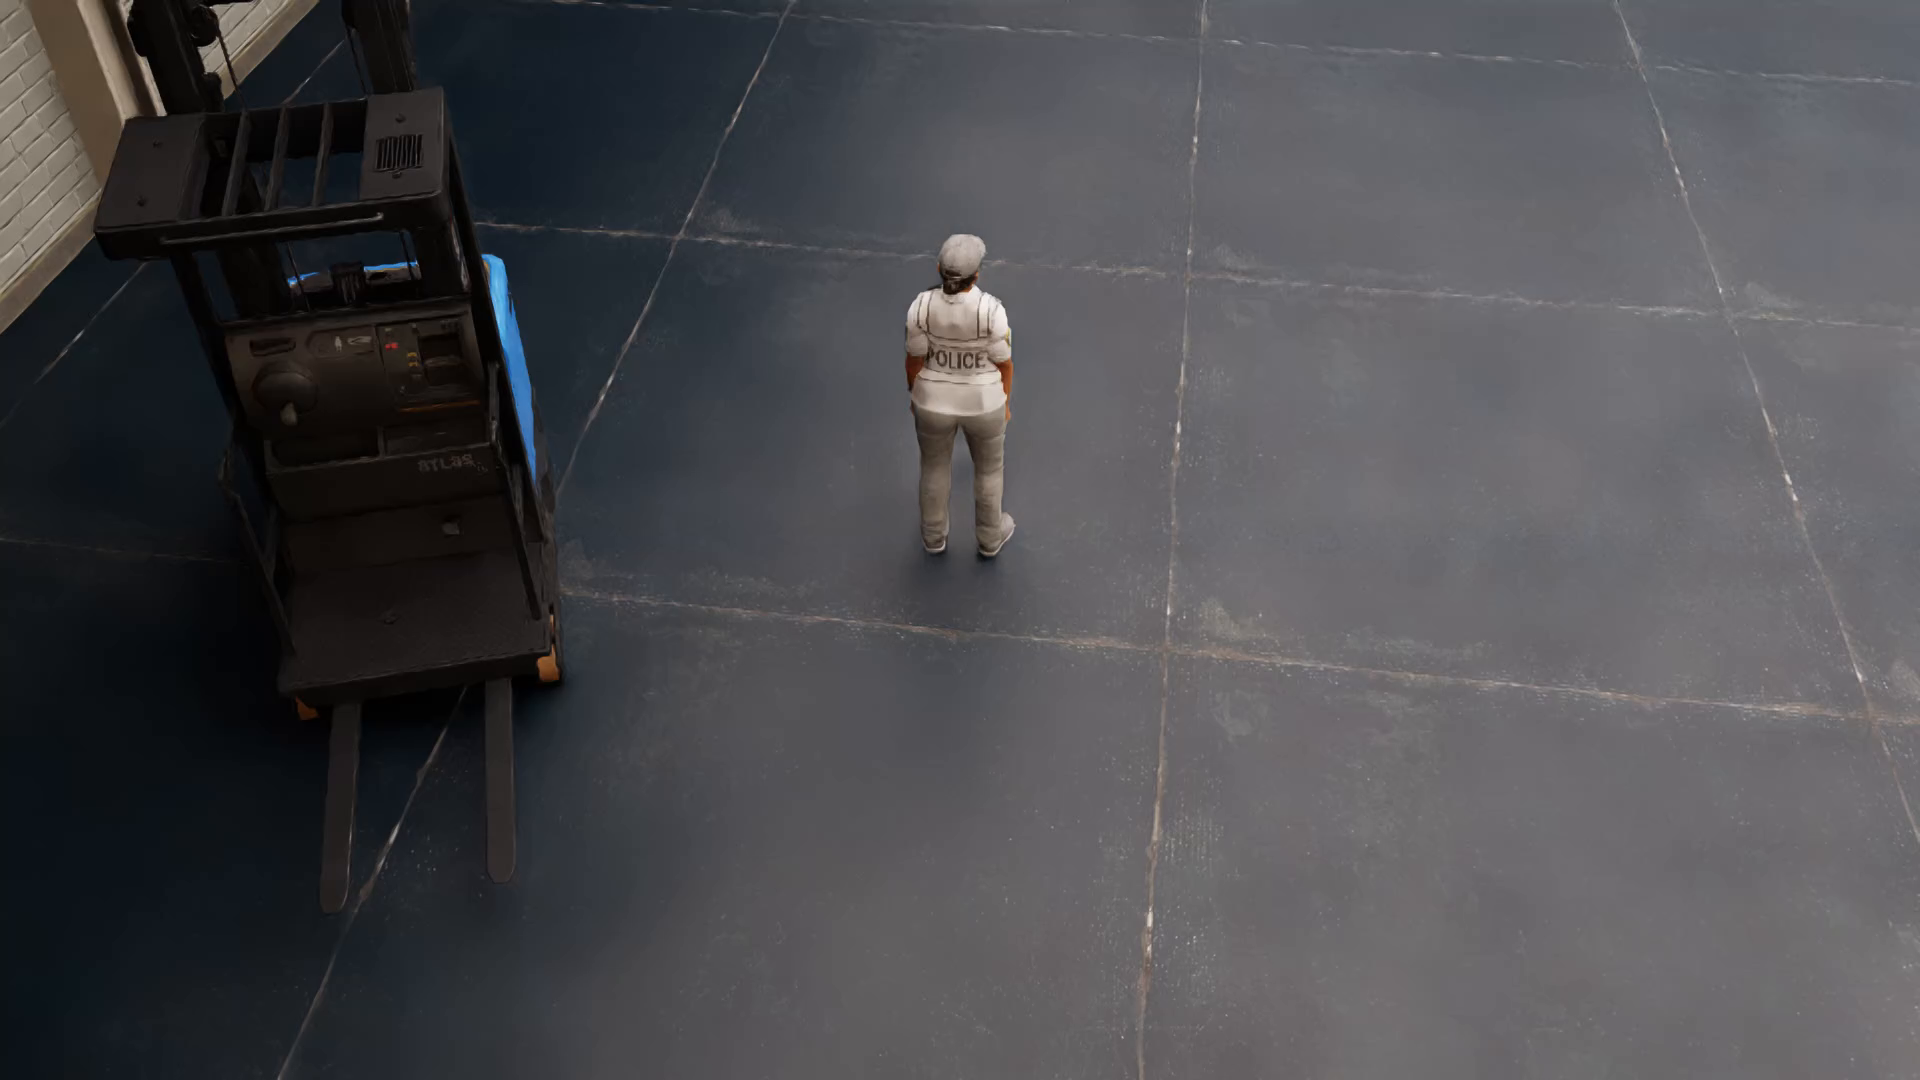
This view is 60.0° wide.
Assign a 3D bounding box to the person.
[{"bbox_3d":[0.009,-0.622,7.341,0.482,1.669,0.390,5,43,6],"label":"person"}]

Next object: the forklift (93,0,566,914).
[{"bbox_3d":[-2.324,-0.599,6.376,1.130,2.935,3.031,-8,43,-9],"label":"forklift"}]
